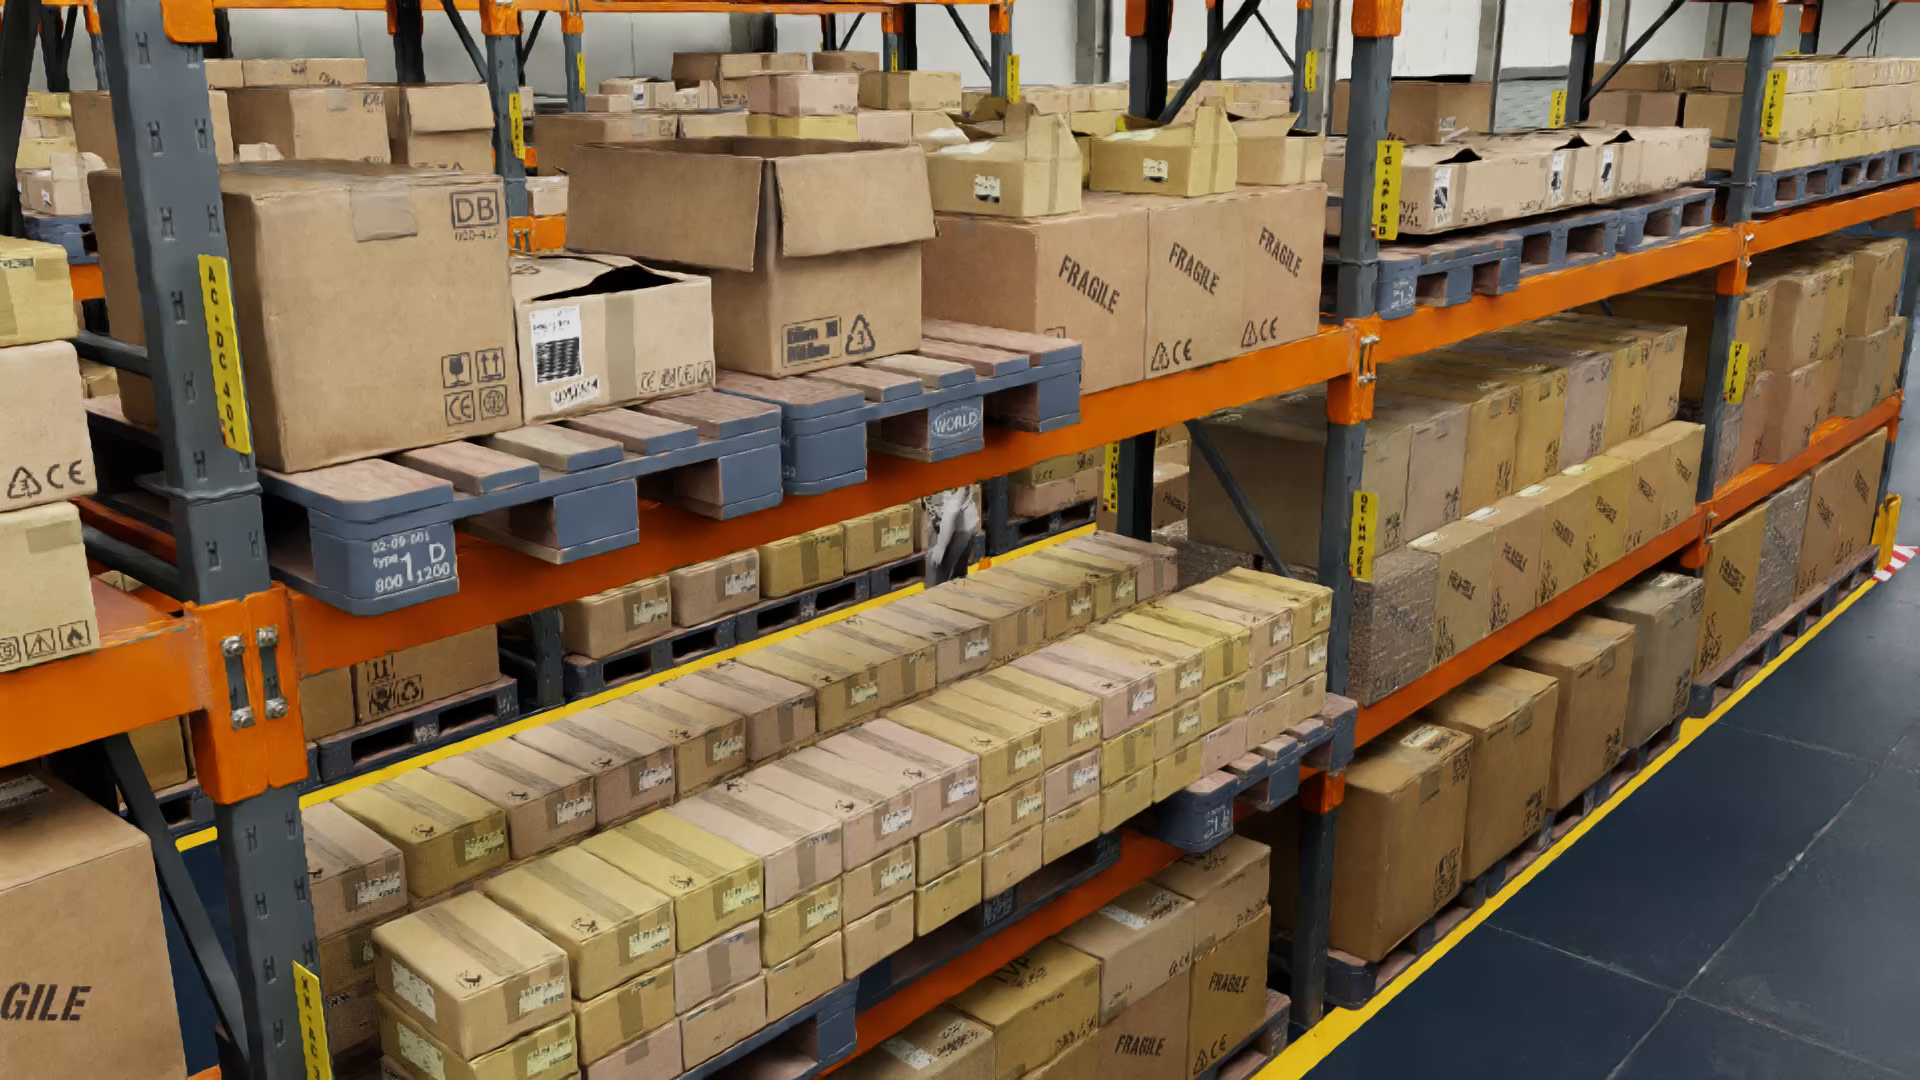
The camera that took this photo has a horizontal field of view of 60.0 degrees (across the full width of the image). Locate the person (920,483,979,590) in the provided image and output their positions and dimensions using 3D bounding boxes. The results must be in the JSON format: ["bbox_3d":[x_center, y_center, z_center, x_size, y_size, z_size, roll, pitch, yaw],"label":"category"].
[{"bbox_3d":[-0.045,-0.079,10.311,0.477,1.635,0.671,5,18,16],"label":"person"}]
